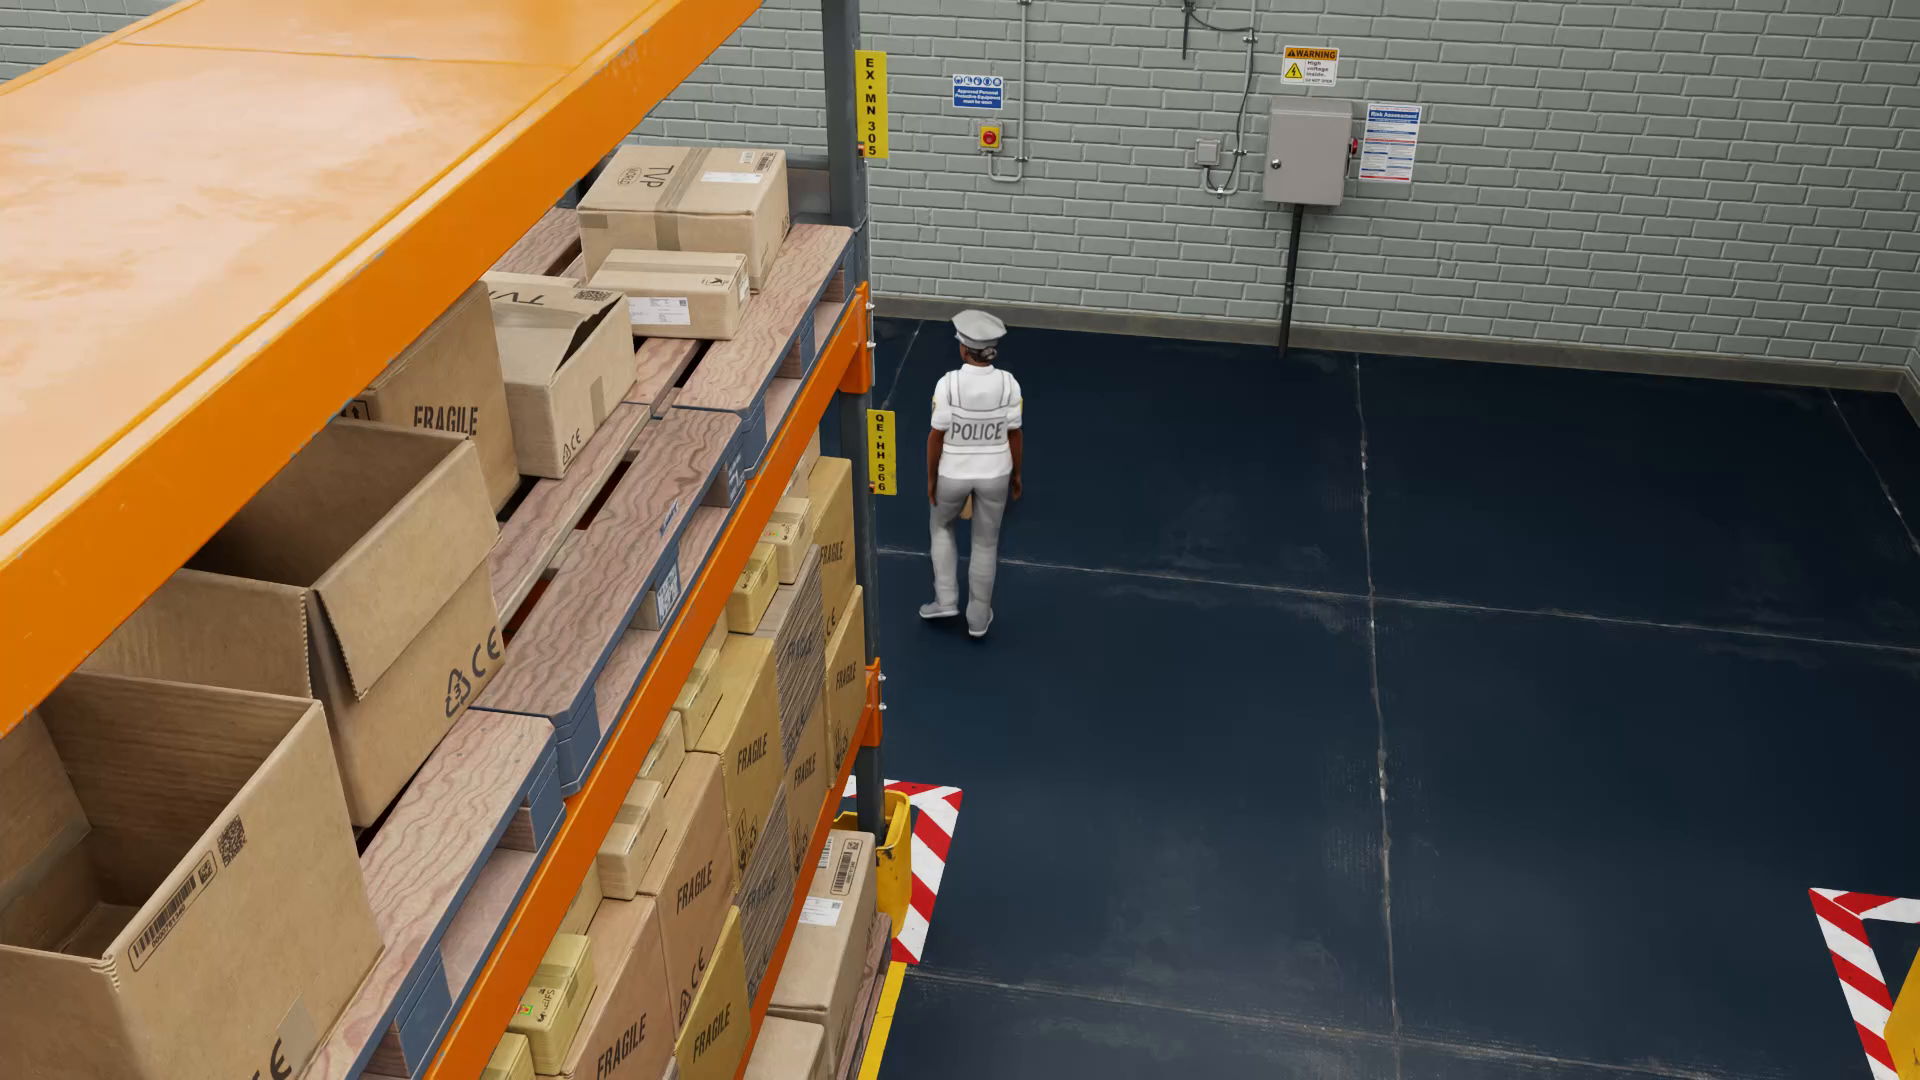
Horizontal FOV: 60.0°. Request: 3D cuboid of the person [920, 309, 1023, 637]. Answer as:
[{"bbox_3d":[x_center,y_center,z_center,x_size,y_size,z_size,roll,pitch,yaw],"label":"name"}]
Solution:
[{"bbox_3d":[0.054,-0.284,8.188,0.521,1.668,0.439,-2,33,-3],"label":"person"}]
